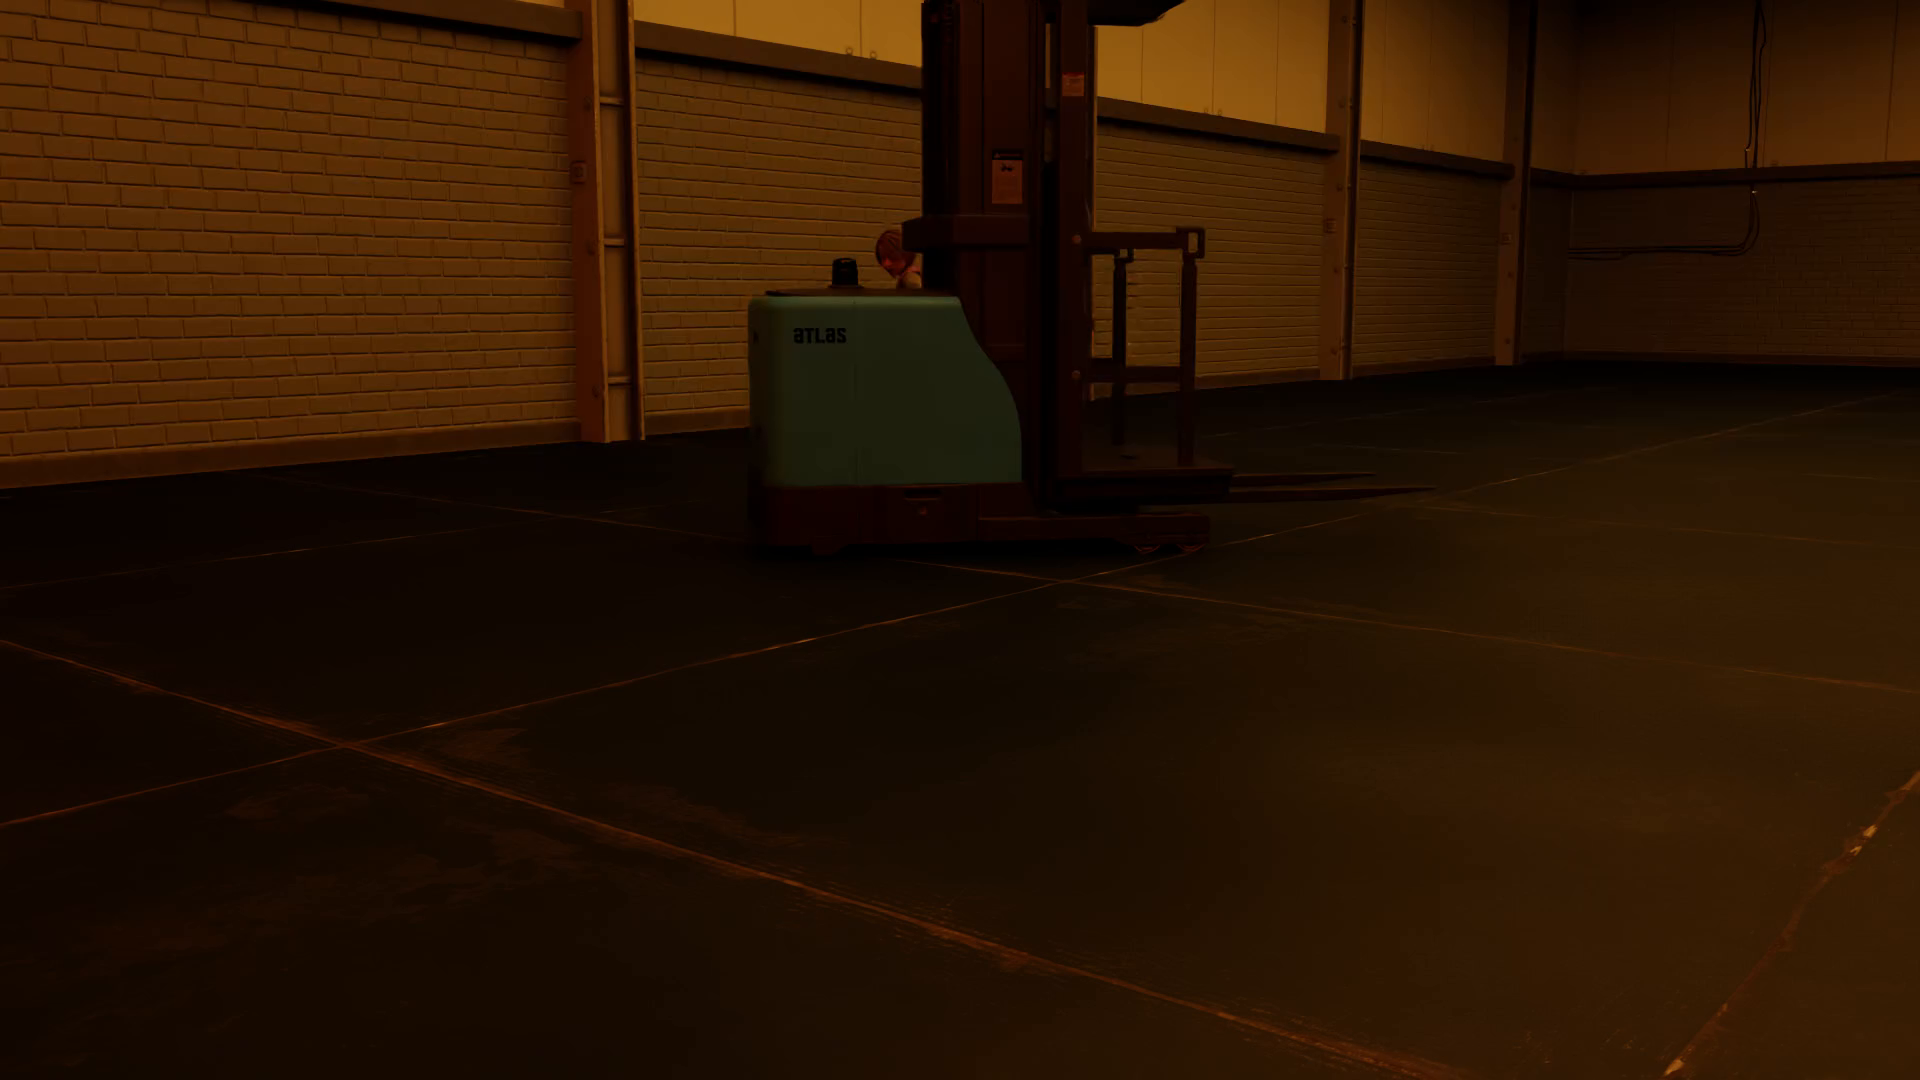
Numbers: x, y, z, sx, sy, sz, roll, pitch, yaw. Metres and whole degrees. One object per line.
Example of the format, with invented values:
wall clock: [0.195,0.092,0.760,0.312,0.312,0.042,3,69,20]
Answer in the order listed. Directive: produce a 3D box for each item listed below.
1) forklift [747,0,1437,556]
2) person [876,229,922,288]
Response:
forklift: [0.598,-1.469,7.321,3.031,2.935,1.130,-2,8,-11]
person: [-0.165,-0.885,8.628,0.475,1.430,0.807,3,9,17]
